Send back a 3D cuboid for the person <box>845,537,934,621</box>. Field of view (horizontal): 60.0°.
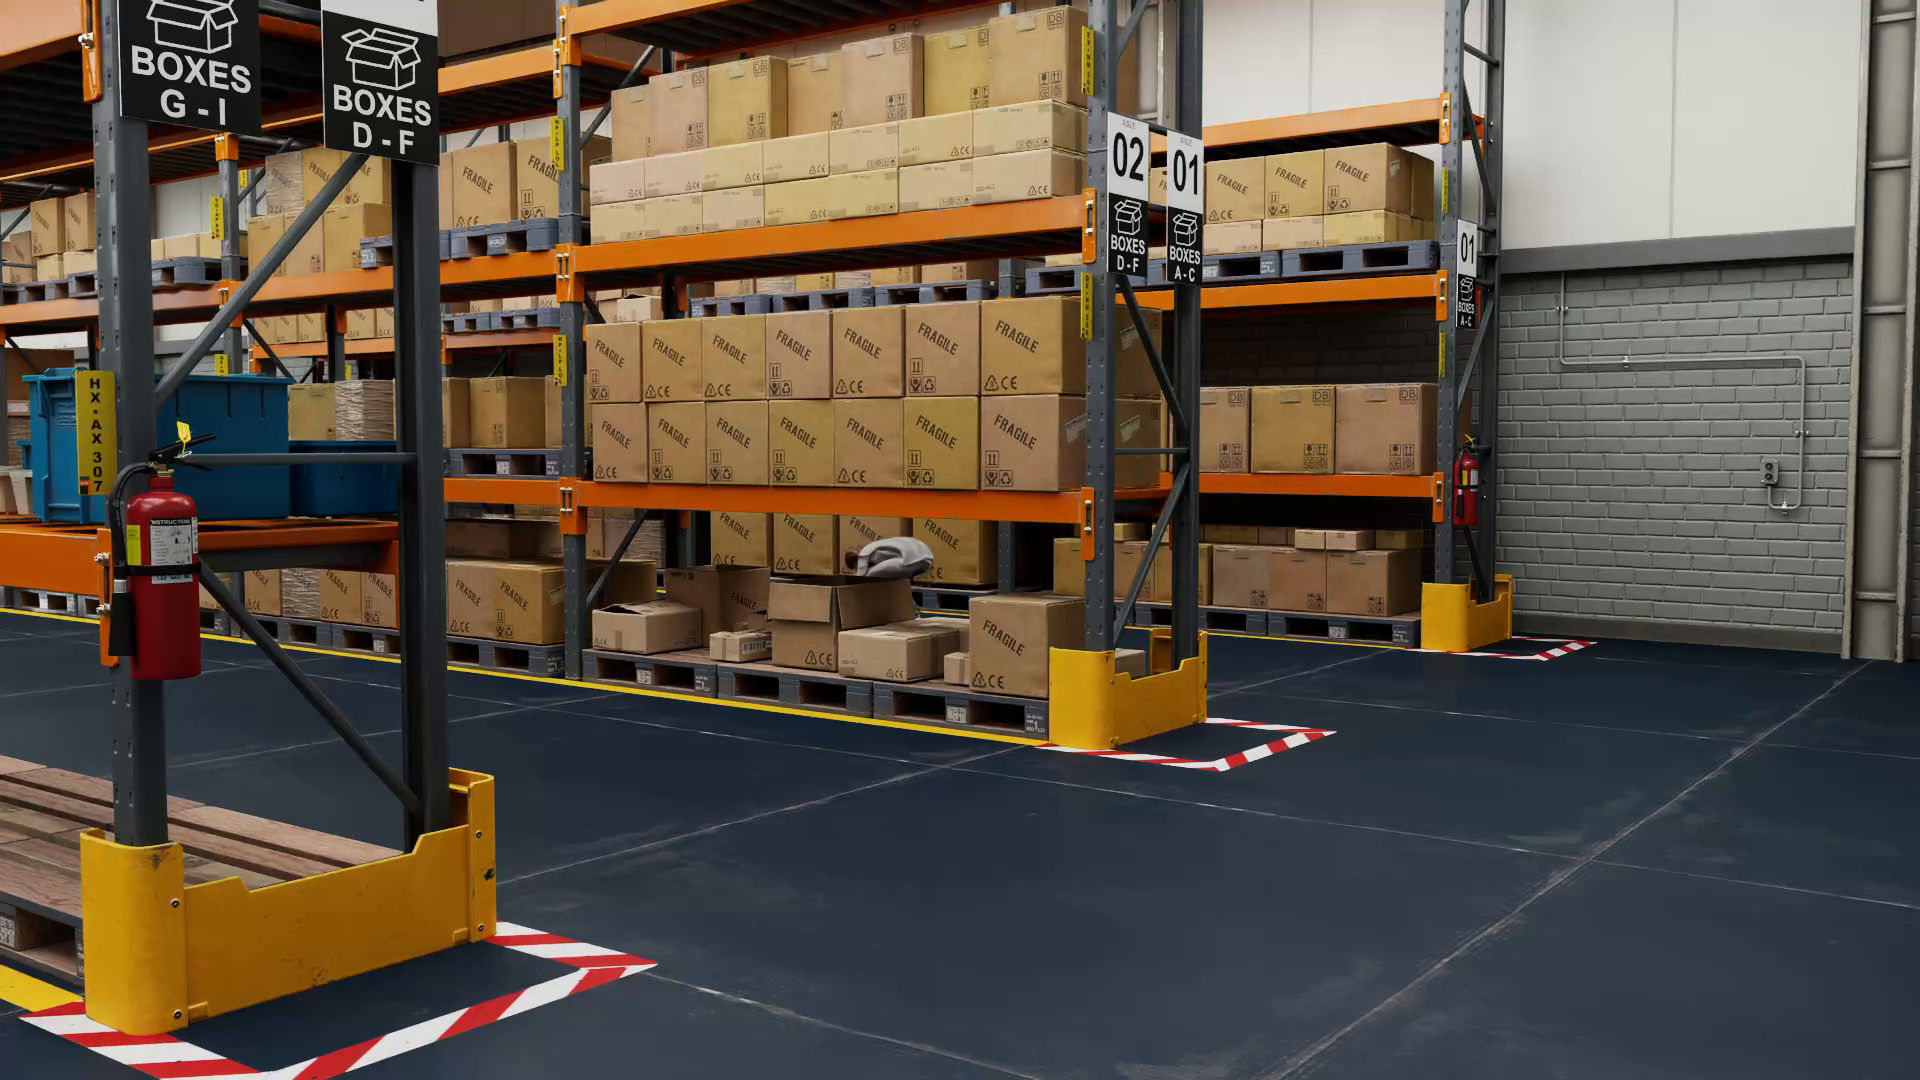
[{"bbox_3d":[-0.630,0.351,14.332,0.872,0.768,0.421,2,4,35],"label":"person"}]
